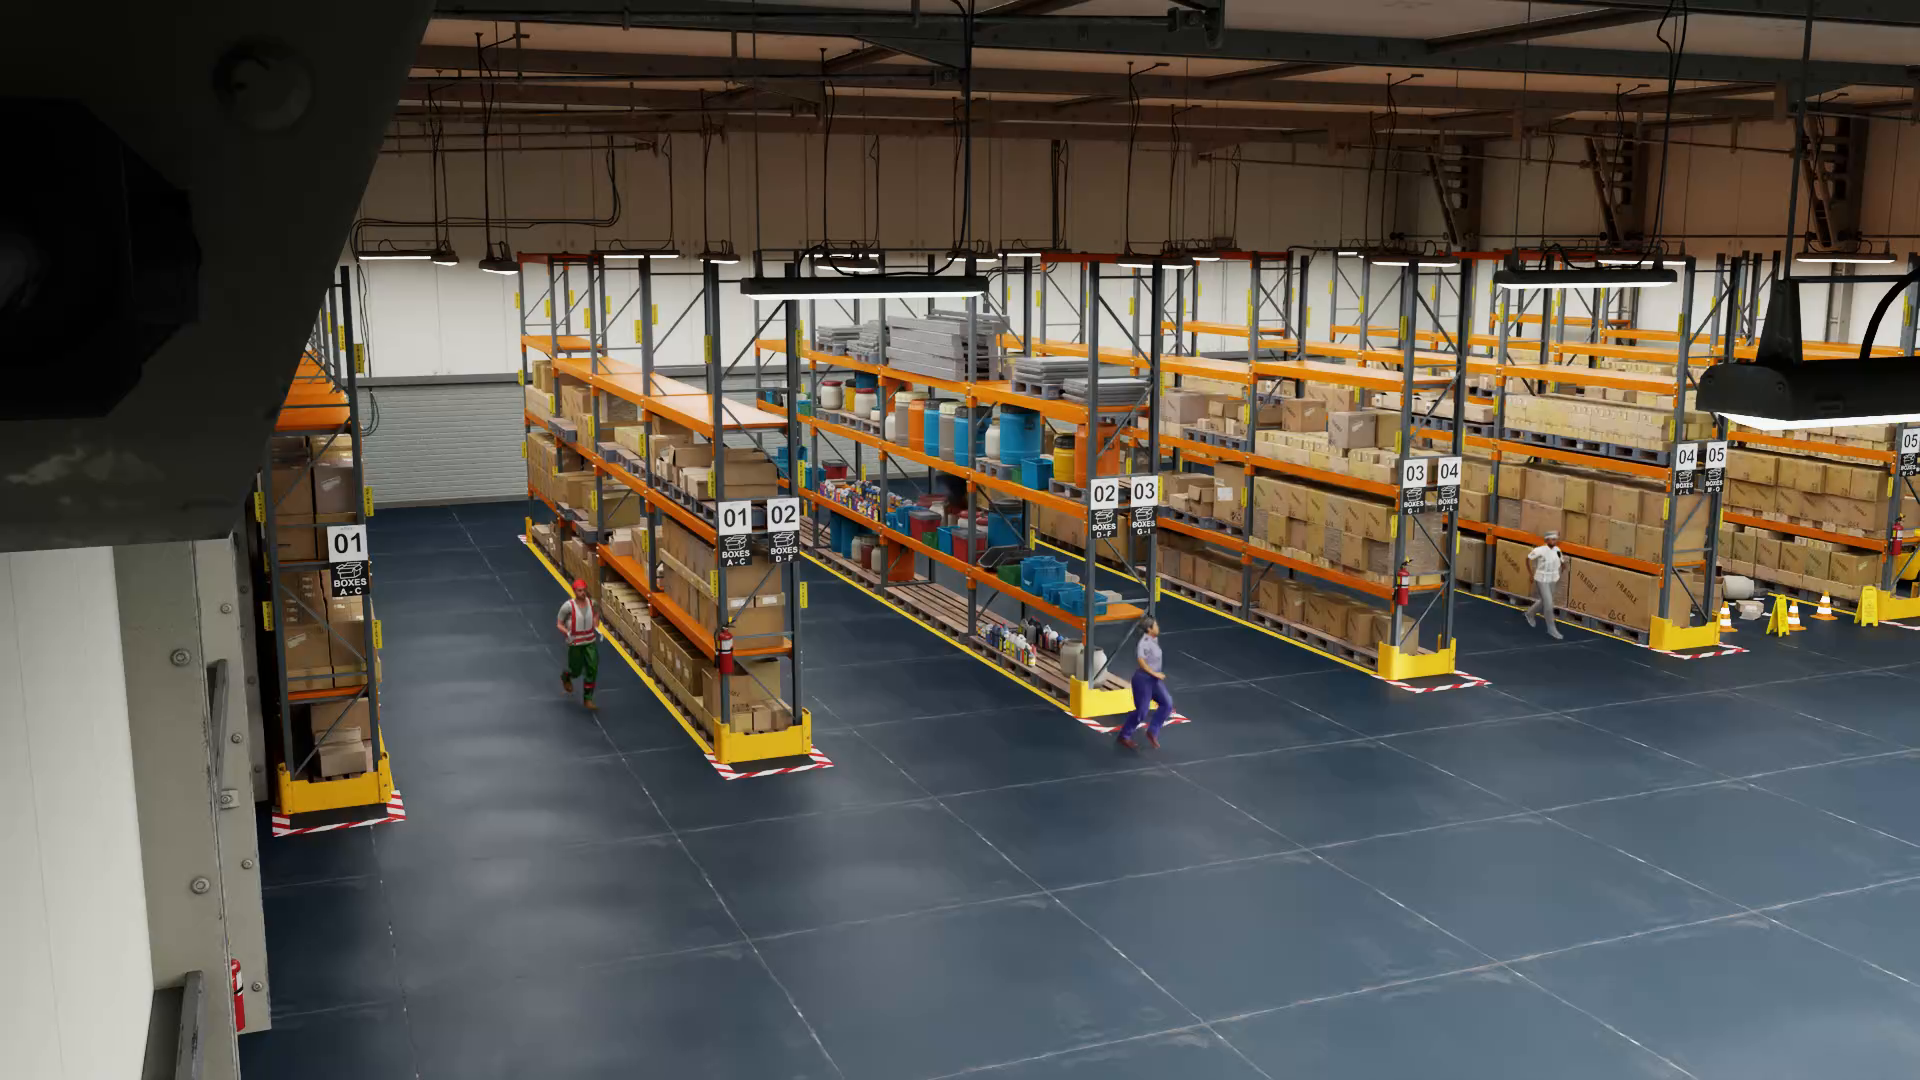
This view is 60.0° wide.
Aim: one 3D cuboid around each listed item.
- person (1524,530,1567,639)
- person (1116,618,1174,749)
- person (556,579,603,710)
[{"bbox_3d":[9.367,0.659,26.598,0.567,1.697,0.933,-4,11,-23],"label":"person"},{"bbox_3d":[2.352,1.794,20.838,0.657,1.647,0.681,4,11,21],"label":"person"},{"bbox_3d":[-5.176,1.380,22.616,0.643,1.758,0.873,-7,13,-34],"label":"person"}]
